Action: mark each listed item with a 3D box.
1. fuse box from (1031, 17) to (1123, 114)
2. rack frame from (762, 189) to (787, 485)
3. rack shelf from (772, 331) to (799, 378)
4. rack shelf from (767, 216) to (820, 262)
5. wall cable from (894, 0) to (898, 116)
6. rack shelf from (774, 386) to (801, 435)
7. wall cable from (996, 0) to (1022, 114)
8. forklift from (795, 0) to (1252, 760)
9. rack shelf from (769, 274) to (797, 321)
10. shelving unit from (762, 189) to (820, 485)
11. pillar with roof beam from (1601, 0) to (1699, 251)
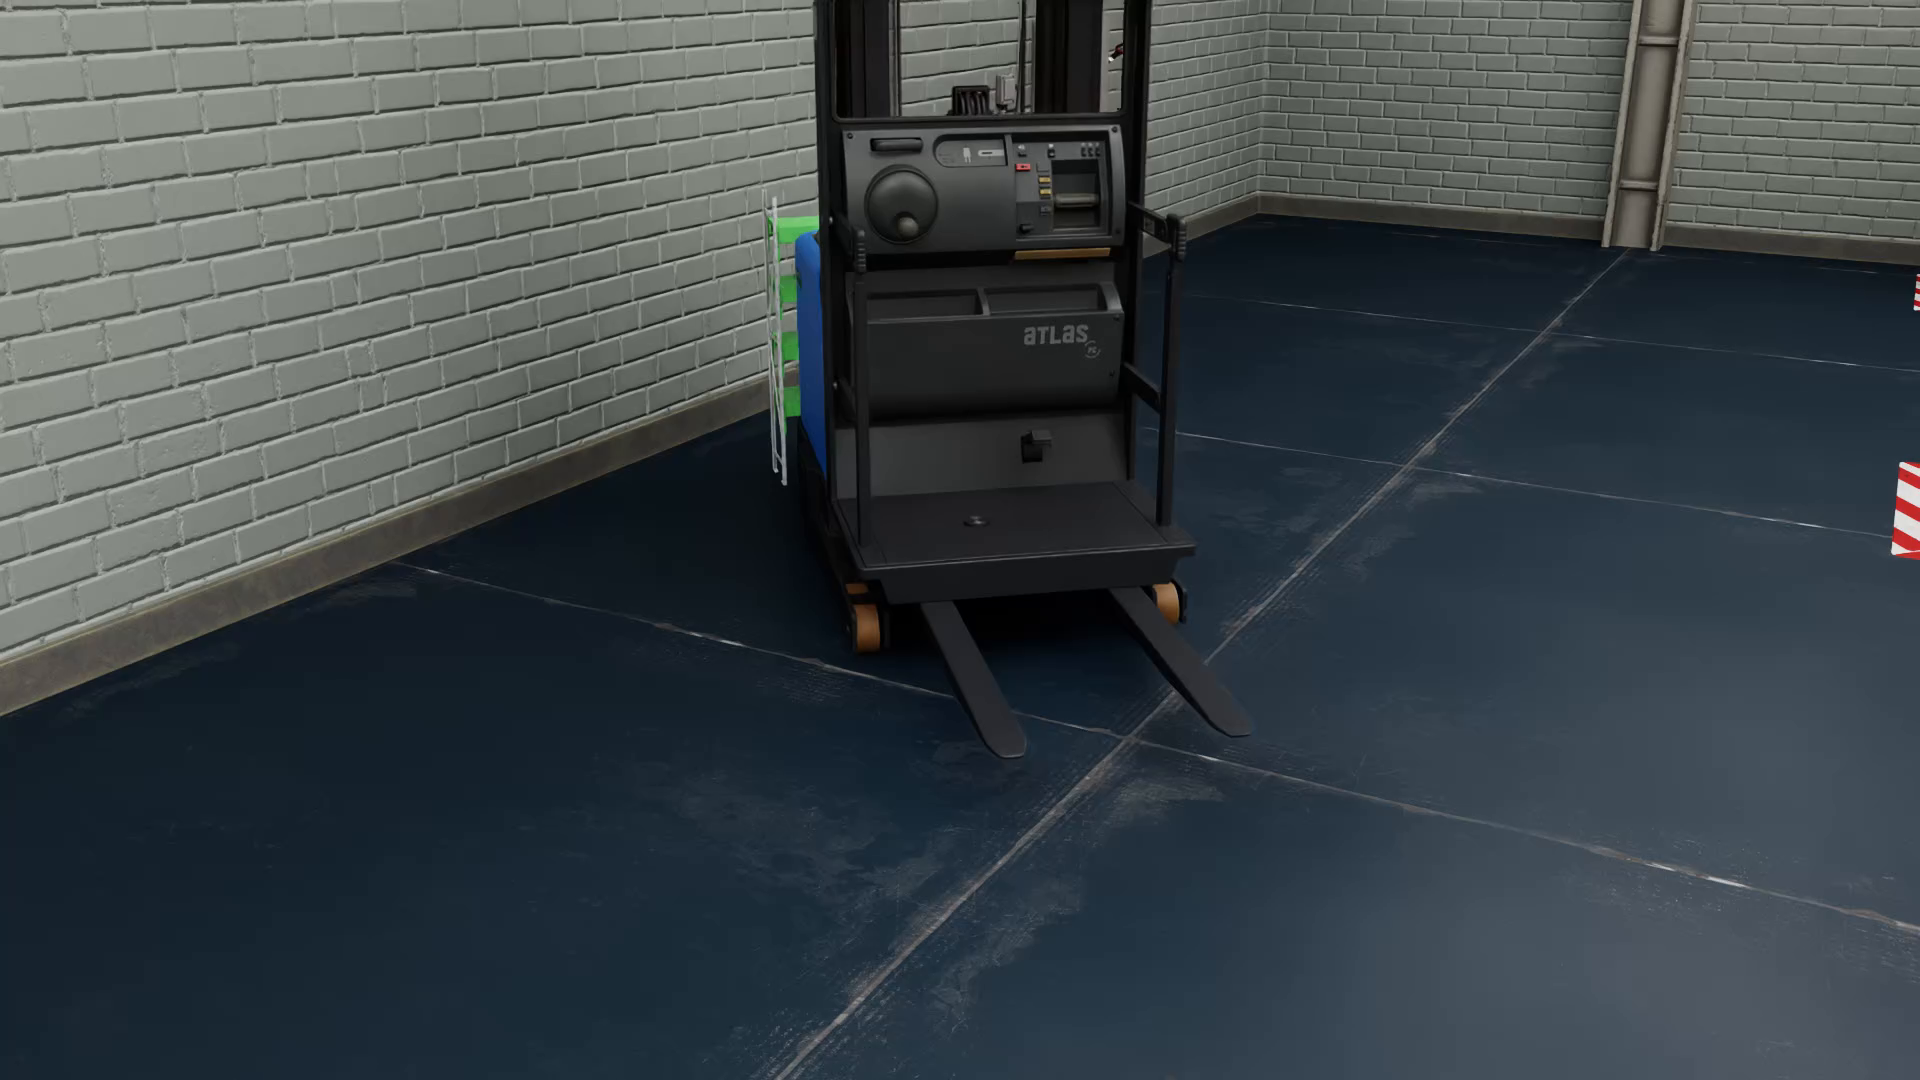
[{"bbox_3d":[0.740,-2.343,10.314,0.414,1.711,0.539,11,23,27],"label":"fuse box"},{"bbox_3d":[-0.770,-0.834,6.904,0.015,1.200,0.240,-6,21,-16],"label":"rack frame"},{"bbox_3d":[-0.537,-0.798,6.993,0.480,0.148,0.258,-6,21,-16],"label":"rack shelf"},{"bbox_3d":[-0.537,-1.249,6.829,0.480,0.148,0.258,-6,21,-16],"label":"rack shelf"},{"bbox_3d":[-0.412,-2.839,8.258,0.123,1.953,0.585,11,23,27],"label":"wall cable"},{"bbox_3d":[-0.537,-0.572,7.075,0.480,0.148,0.258,-6,21,-16],"label":"rack shelf"},{"bbox_3d":[0.269,-3.249,9.433,0.122,1.984,0.588,11,23,27],"label":"wall cable"},{"bbox_3d":[0.129,-1.147,5.230,1.130,2.935,3.031,-4,20,-11],"label":"forklift"},{"bbox_3d":[-0.537,-1.024,6.911,0.480,0.148,0.258,-6,21,-16],"label":"rack shelf"},{"bbox_3d":[-0.537,-0.858,6.971,0.503,1.200,0.258,-6,21,-16],"label":"shelving unit"},{"bbox_3d":[2.926,-5.150,7.366,0.400,9.000,9.100,11,23,27],"label":"pillar with roof beam"}]
